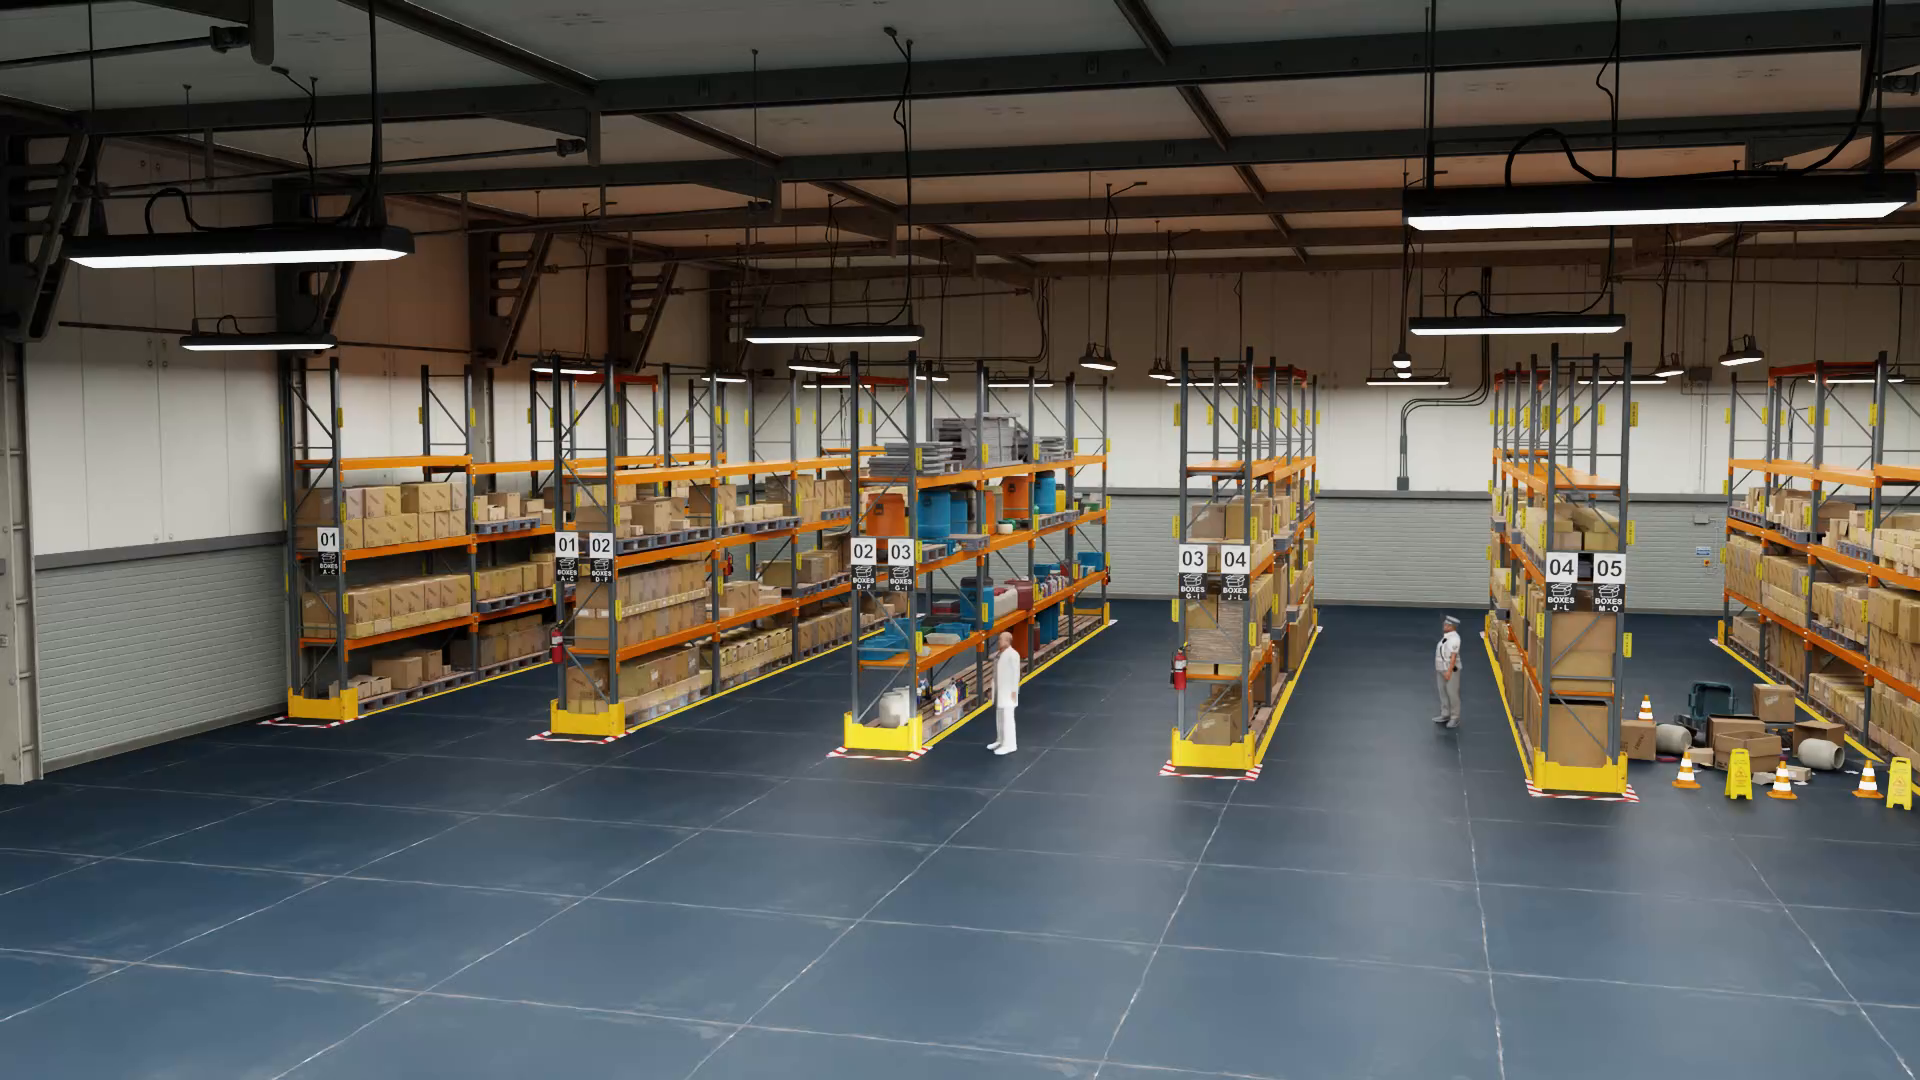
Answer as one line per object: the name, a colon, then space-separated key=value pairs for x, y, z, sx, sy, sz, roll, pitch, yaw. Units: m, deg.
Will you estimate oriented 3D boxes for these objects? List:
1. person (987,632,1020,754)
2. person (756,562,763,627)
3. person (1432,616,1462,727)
person: x=0.623 y=2.304 z=24.993 sx=0.412 sy=1.762 sz=0.617 roll=-2 pitch=5 yaw=-25
person: x=-4.536 y=1.352 z=38.292 sx=0.486 sy=1.707 sz=0.492 roll=2 pitch=5 yaw=26
person: x=7.968 y=2.135 z=27.168 sx=0.430 sy=1.810 sz=0.523 roll=-1 pitch=4 yaw=-15
